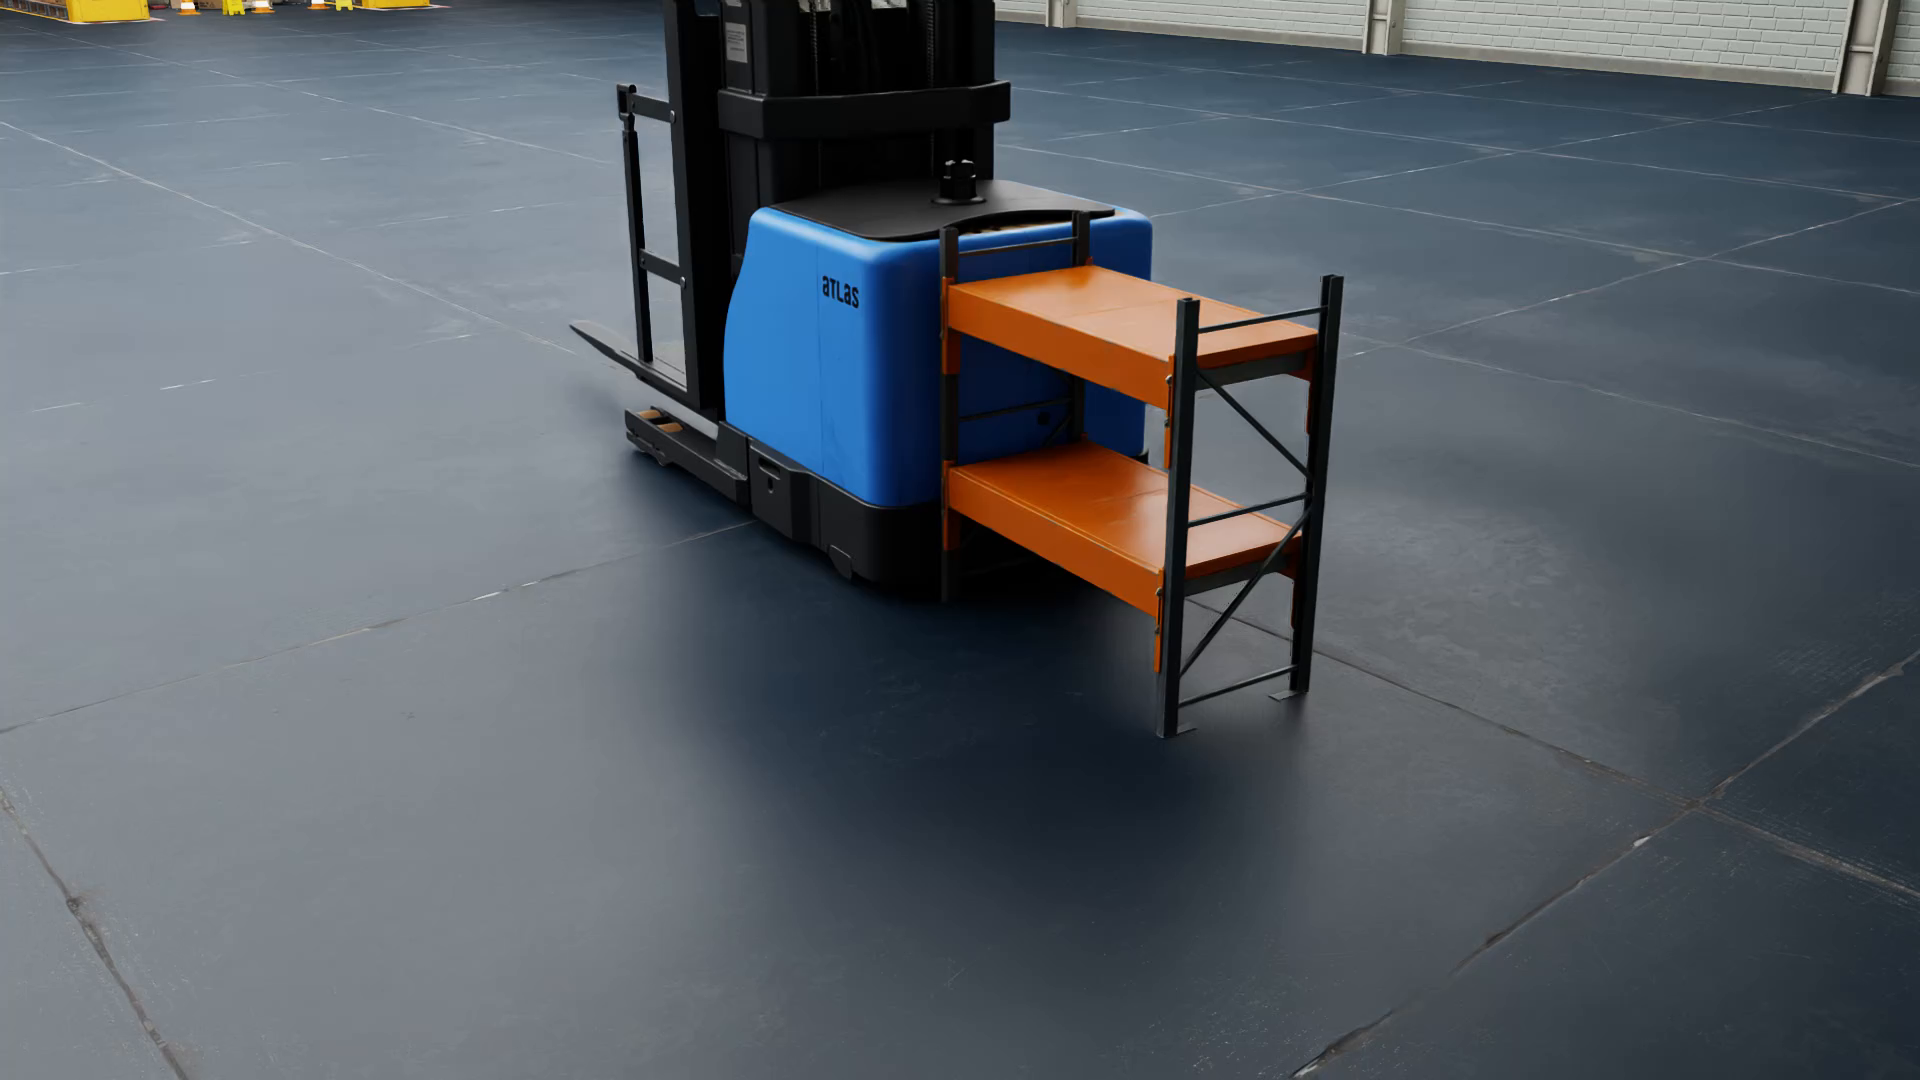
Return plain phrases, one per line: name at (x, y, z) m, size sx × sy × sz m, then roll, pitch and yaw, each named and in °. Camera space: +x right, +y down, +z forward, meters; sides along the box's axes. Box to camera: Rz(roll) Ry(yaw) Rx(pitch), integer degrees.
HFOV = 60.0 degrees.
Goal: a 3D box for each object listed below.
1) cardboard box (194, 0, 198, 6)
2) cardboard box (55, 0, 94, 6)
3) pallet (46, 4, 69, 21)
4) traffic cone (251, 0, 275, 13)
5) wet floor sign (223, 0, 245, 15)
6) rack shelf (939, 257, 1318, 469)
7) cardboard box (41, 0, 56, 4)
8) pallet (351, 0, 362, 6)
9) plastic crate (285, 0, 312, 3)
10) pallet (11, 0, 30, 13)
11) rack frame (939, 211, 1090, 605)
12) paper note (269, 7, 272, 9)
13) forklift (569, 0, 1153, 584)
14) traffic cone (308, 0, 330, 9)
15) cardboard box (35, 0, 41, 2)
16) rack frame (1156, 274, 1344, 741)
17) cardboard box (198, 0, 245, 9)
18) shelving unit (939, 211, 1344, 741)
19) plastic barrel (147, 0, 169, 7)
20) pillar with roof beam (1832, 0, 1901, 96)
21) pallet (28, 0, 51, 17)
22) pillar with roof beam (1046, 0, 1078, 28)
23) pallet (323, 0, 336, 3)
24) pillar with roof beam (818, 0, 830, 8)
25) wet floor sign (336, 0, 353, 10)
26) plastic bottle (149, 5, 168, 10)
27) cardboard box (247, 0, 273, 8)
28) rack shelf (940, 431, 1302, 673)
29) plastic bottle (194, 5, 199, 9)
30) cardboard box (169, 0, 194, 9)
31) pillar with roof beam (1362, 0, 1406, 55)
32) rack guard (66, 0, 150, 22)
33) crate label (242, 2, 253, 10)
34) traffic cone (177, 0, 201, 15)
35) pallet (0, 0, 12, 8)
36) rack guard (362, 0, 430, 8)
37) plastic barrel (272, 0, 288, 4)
cardboard box at (-13.923, -10.162, 30.552) m, size 0.797 × 0.637 × 0.503 m, roll -17°, pitch 27°, yaw -37°
cardboard box at (-14.419, -9.293, 27.436) m, size 0.875 × 0.875 × 0.875 m, roll -17°, pitch 27°, yaw -37°
pallet at (-14.507, -8.819, 27.712) m, size 1.003 × 0.211 × 1.213 m, roll -17°, pitch 27°, yaw -37°
traffic cone at (-12.119, -9.394, 28.834) m, size 0.336 × 0.463 × 0.334 m, roll -17°, pitch 27°, yaw -37°
wet floor sign at (-12.407, -9.283, 28.299) m, size 0.232 × 0.644 × 0.267 m, roll 17°, pitch 27°, yaw 36°
rack shelf at (0.438, -0.500, 4.416) m, size 0.538 × 0.278 × 1.000 m, roll -13°, pitch 25°, yaw -30°
cardboard box at (-14.995, -9.536, 28.055) m, size 0.875 × 0.875 × 0.875 m, roll -18°, pitch 28°, yaw -38°
pallet at (-10.795, -10.077, 30.923) m, size 1.003 × 0.211 × 1.213 m, roll -17°, pitch 27°, yaw -37°
plastic crate at (-12.450, -10.238, 31.515) m, size 0.583 × 0.080 × 0.402 m, roll 12°, pitch 24°, yaw 27°
pallet at (-16.100, -9.493, 29.433) m, size 1.003 × 0.211 × 1.213 m, roll -17°, pitch 27°, yaw -37°
rack frame at (0.161, -0.383, 4.920) m, size 0.500 × 1.125 × 0.032 m, roll -13°, pitch 25°, yaw -30°
paper note at (-12.367, -9.527, 29.765) m, size 0.142 × 0.019 × 0.148 m, roll 12°, pitch 24°, yaw 27°
forklift at (-0.614, -1.718, 5.852) m, size 1.130 × 2.935 × 3.031 m, roll -13°, pitch 25°, yaw -30°
traffic cone at (-11.500, -9.752, 29.749) m, size 0.336 × 0.463 × 0.334 m, roll -17°, pitch 27°, yaw -37°
cardboard box at (-15.588, -9.788, 28.700) m, size 0.875 × 0.875 × 0.875 m, roll -17°, pitch 27°, yaw -37°
rack frame at (0.715, -0.072, 4.126) m, size 0.500 × 1.125 × 0.032 m, roll -13°, pitch 25°, yaw -30°
cardboard box at (-13.307, -9.842, 29.922) m, size 0.637 × 0.503 × 0.797 m, roll 3°, pitch 22°, yaw 9°
shelving unit at (0.438, -0.228, 4.523) m, size 0.538 × 1.125 × 1.048 m, roll -13°, pitch 25°, yaw -30°
plastic barrel at (-14.635, -9.873, 30.110) m, size 0.512 × 0.421 × 0.421 m, roll 0°, pitch 21°, yaw -1°
pillar with roof beam at (6.149, -7.849, 13.185) m, size 9.100 × 9.000 × 0.400 m, roll -17°, pitch 27°, yaw -37°
pallet at (-15.300, -9.156, 28.572) m, size 1.003 × 0.211 × 1.213 m, roll -17°, pitch 27°, yaw -37°
pillar with roof beam at (-1.684, -11.165, 21.650) m, size 9.100 × 9.000 × 0.400 m, roll -17°, pitch 27°, yaw -37°
pallet at (-11.587, -10.414, 31.784) m, size 1.003 × 0.211 × 1.213 m, roll -17°, pitch 27°, yaw -37°
pillar with roof beam at (-5.601, -12.822, 25.882) m, size 9.100 × 9.000 × 0.400 m, roll -17°, pitch 27°, yaw -37°
wet floor sign at (-10.929, -9.718, 29.412) m, size 0.267 × 0.644 × 0.232 m, roll -8°, pitch 23°, yaw -19°
plastic bottle at (-14.284, -9.494, 29.639) m, size 0.133 × 0.061 × 0.283 m, roll 12°, pitch 24°, yaw 27°
cardboard box at (-12.628, -9.675, 29.983) m, size 0.380 × 0.149 × 0.250 m, roll -4°, pitch 22°, yaw -10°
rack shelf at (0.438, 0.000, 4.612) m, size 0.538 × 0.278 × 1.000 m, roll -13°, pitch 25°, yaw -30°
plastic bottle at (-13.713, -9.497, 29.648) m, size 0.283 × 0.061 × 0.133 m, roll 12°, pitch 24°, yaw 27°
cardboard box at (-14.020, -9.711, 29.914) m, size 0.396 × 0.266 × 0.258 m, roll -12°, pitch 25°, yaw -28°
pillar with roof beam at (2.232, -9.507, 17.417) m, size 9.100 × 9.000 × 0.400 m, roll -17°, pitch 27°, yaw -37°
rack guard at (-13.911, -8.745, 27.126) m, size 1.175 × 0.500 × 0.348 m, roll -17°, pitch 27°, yaw -37°
crate label at (-12.679, -9.445, 29.410) m, size 0.298 × 0.136 × 0.250 m, roll 7°, pitch 23°, yaw 18°
traffic cone at (-13.197, -9.219, 28.387) m, size 0.336 × 0.463 × 0.334 m, roll -17°, pitch 27°, yaw -37°
pallet at (-17.098, -9.917, 30.515) m, size 1.003 × 0.211 × 1.213 m, roll -17°, pitch 27°, yaw -37°
rack guard at (-10.292, -9.979, 30.276) m, size 1.175 × 0.500 × 0.348 m, roll -17°, pitch 27°, yaw -37°
plastic barrel at (-12.737, -10.132, 30.773) m, size 0.512 × 0.421 × 0.421 m, roll 0°, pitch 21°, yaw -1°
